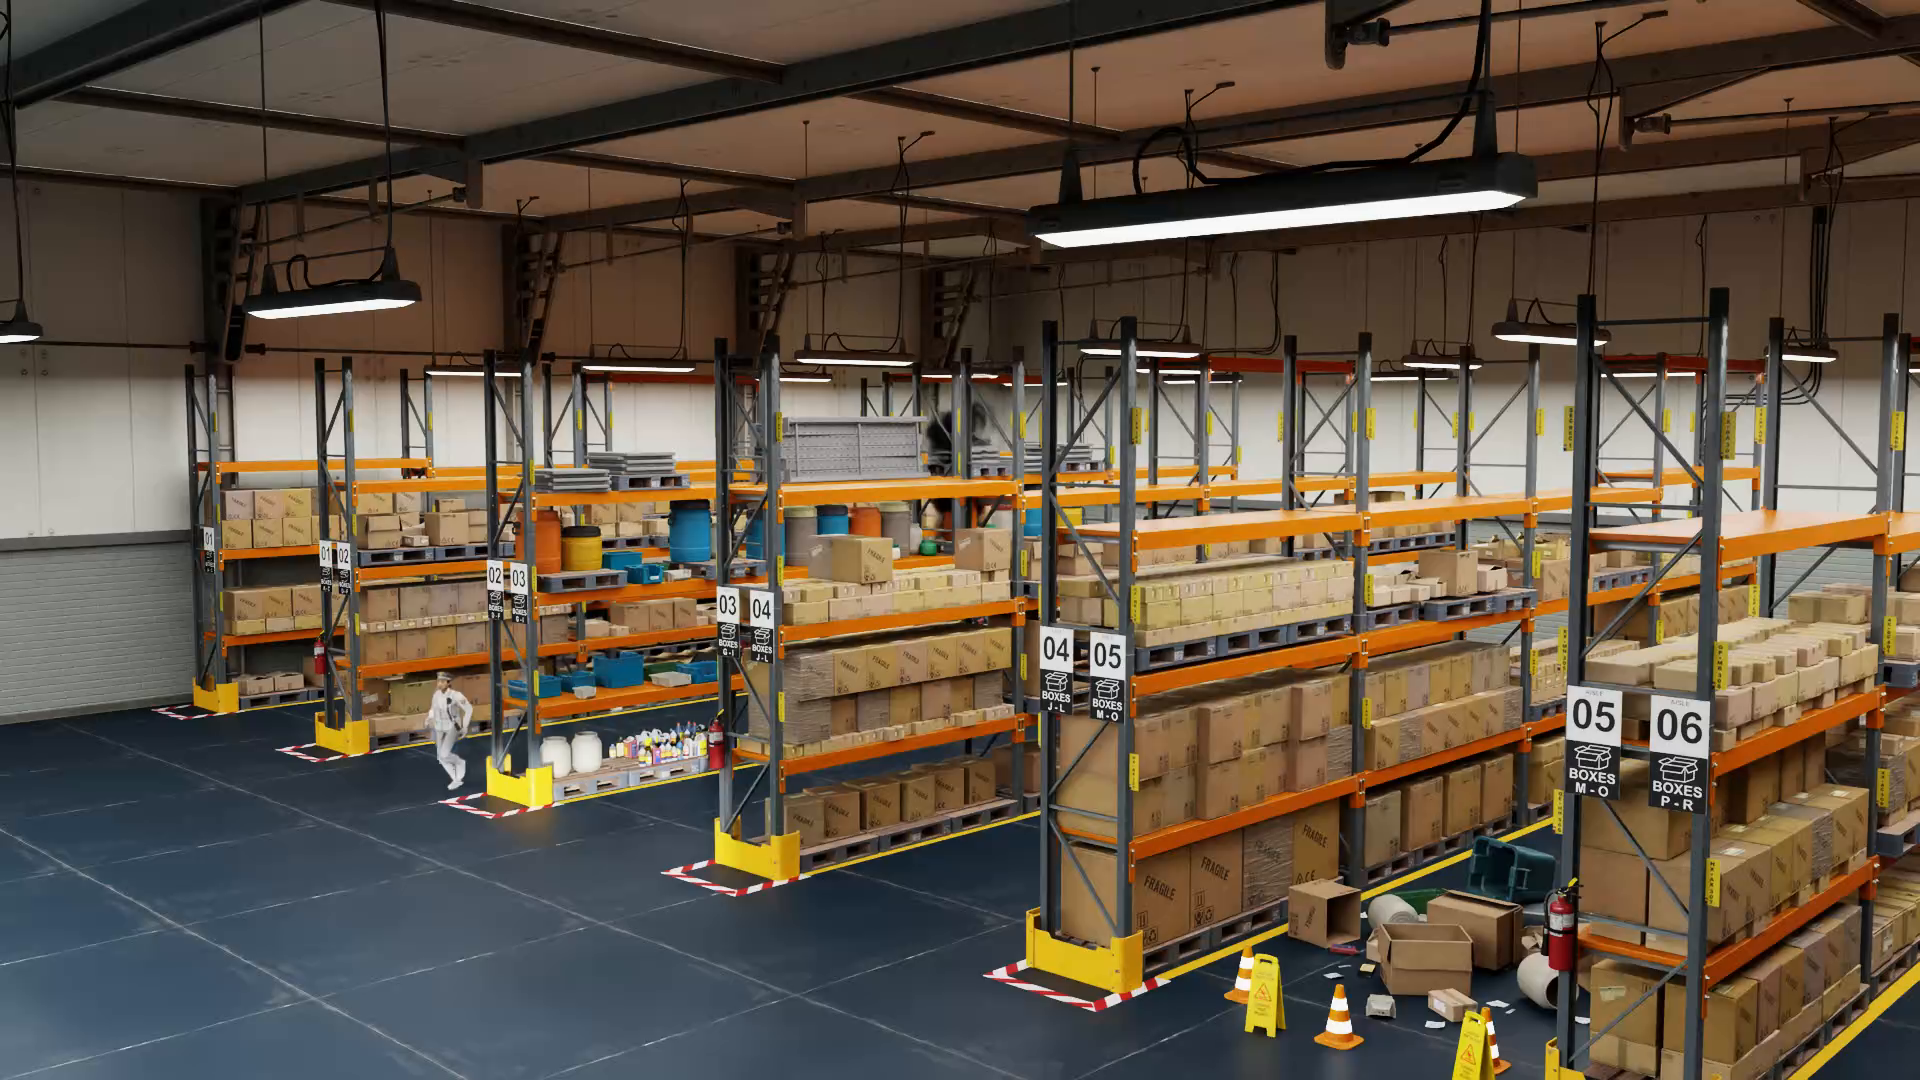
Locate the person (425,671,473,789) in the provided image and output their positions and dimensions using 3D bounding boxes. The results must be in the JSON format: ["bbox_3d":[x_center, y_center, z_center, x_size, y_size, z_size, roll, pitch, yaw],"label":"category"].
[{"bbox_3d":[-7.043,2.606,22.778,0.608,1.634,0.561,2,5,22],"label":"person"}]

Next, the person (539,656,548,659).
[{"bbox_3d":[-7.570,2.050,30.277,0.589,1.640,0.612,3,5,32],"label":"person"}]
